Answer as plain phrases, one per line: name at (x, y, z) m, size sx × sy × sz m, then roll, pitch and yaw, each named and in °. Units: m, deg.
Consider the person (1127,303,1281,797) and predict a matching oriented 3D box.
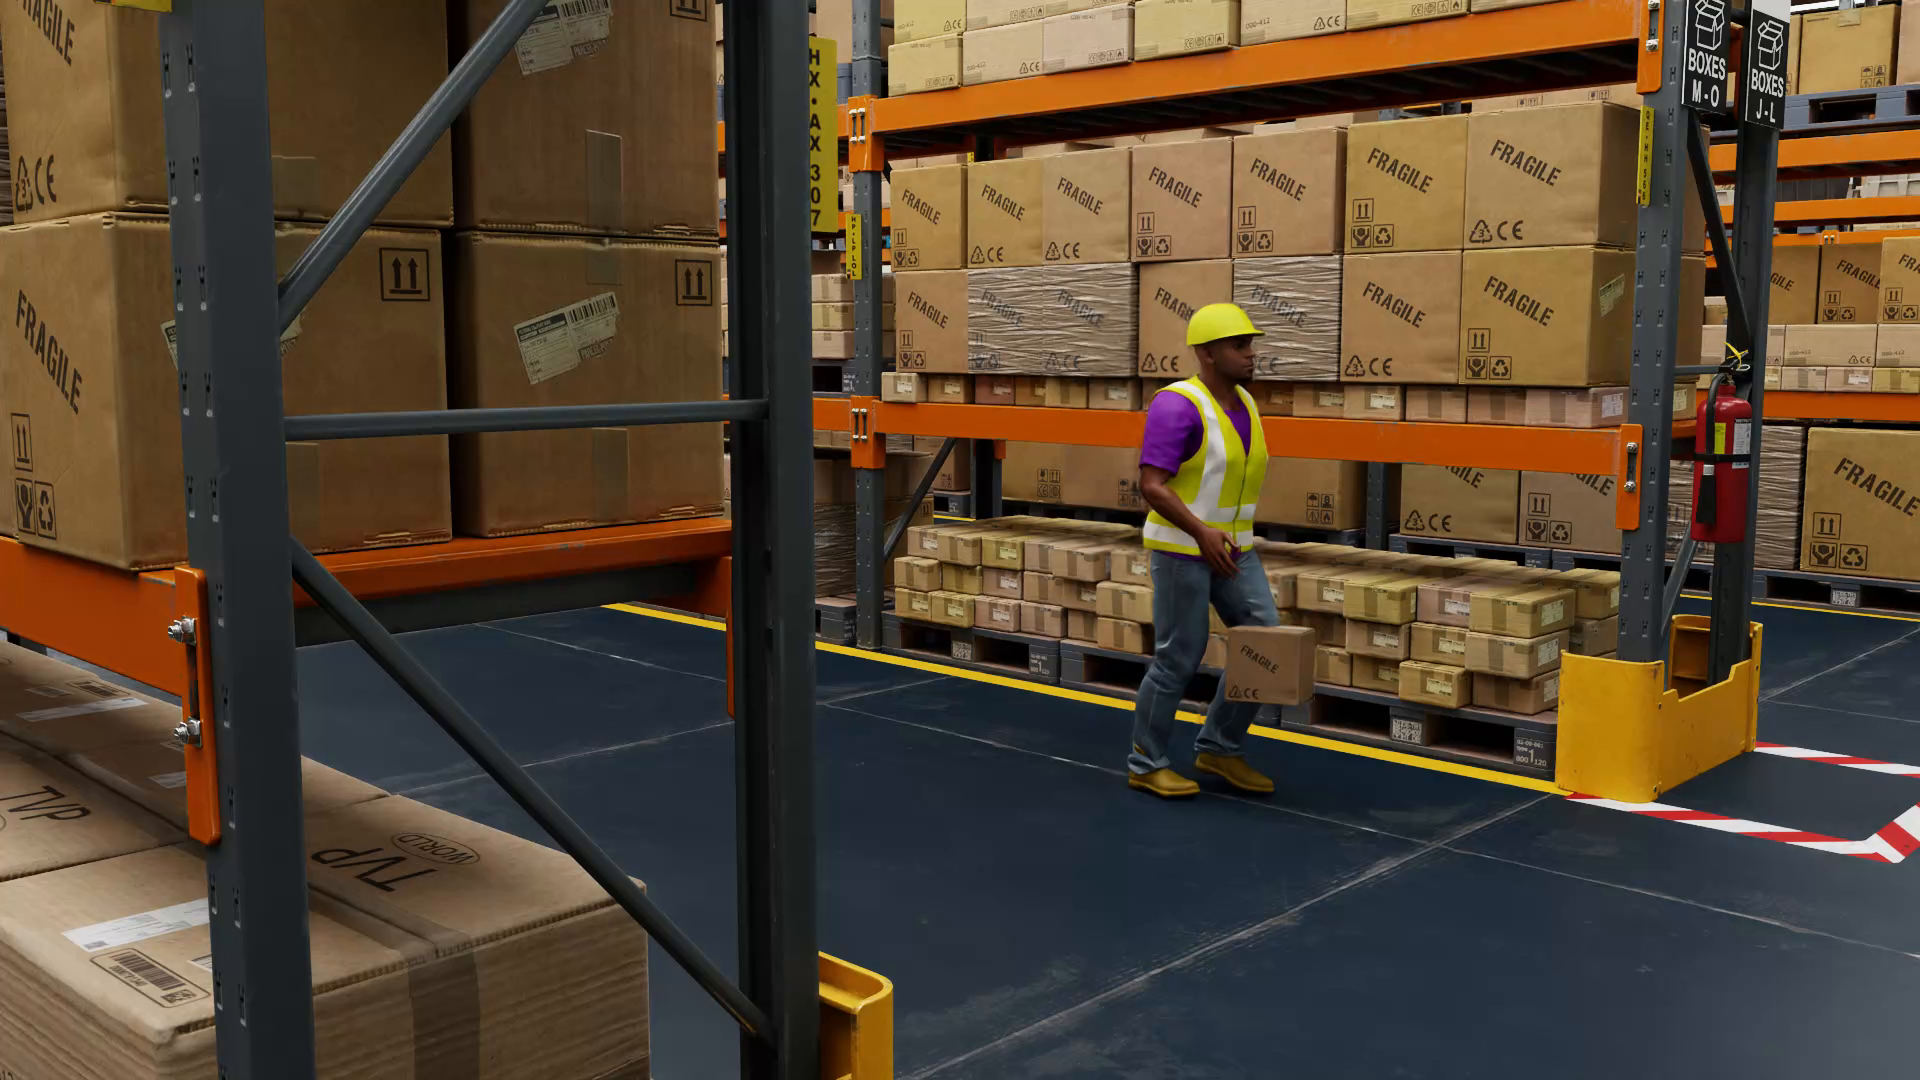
person at (0.883, 0.047, 5.864) m, size 0.590 × 1.745 × 0.680 m, roll 7°, pitch 10°, yaw 45°
